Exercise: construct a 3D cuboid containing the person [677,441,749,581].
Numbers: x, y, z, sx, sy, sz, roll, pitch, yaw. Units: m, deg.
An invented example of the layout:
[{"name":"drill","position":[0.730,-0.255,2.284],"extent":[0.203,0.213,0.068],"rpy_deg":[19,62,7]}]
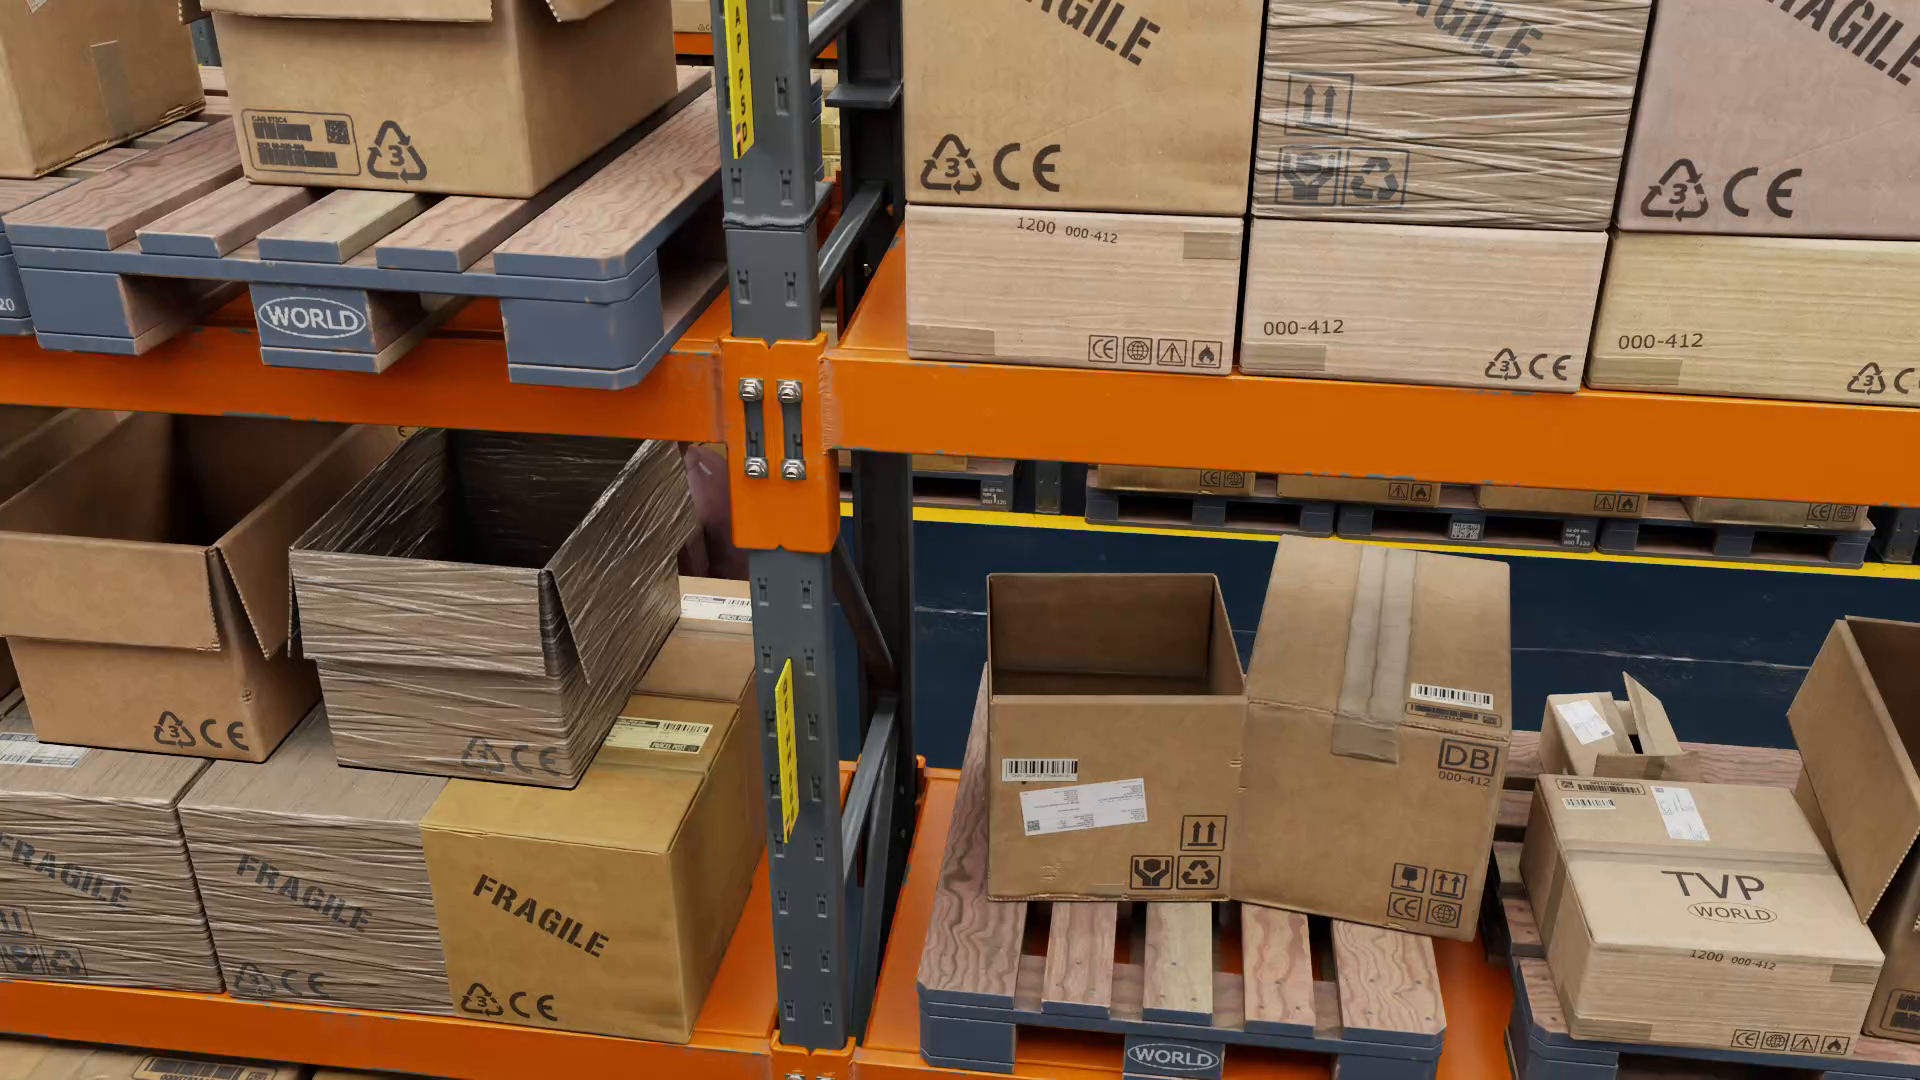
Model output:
[{"name":"person","position":[-0.887,0.330,5.520],"extent":[0.429,1.772,0.645],"rpy_deg":[2,28,3]}]
